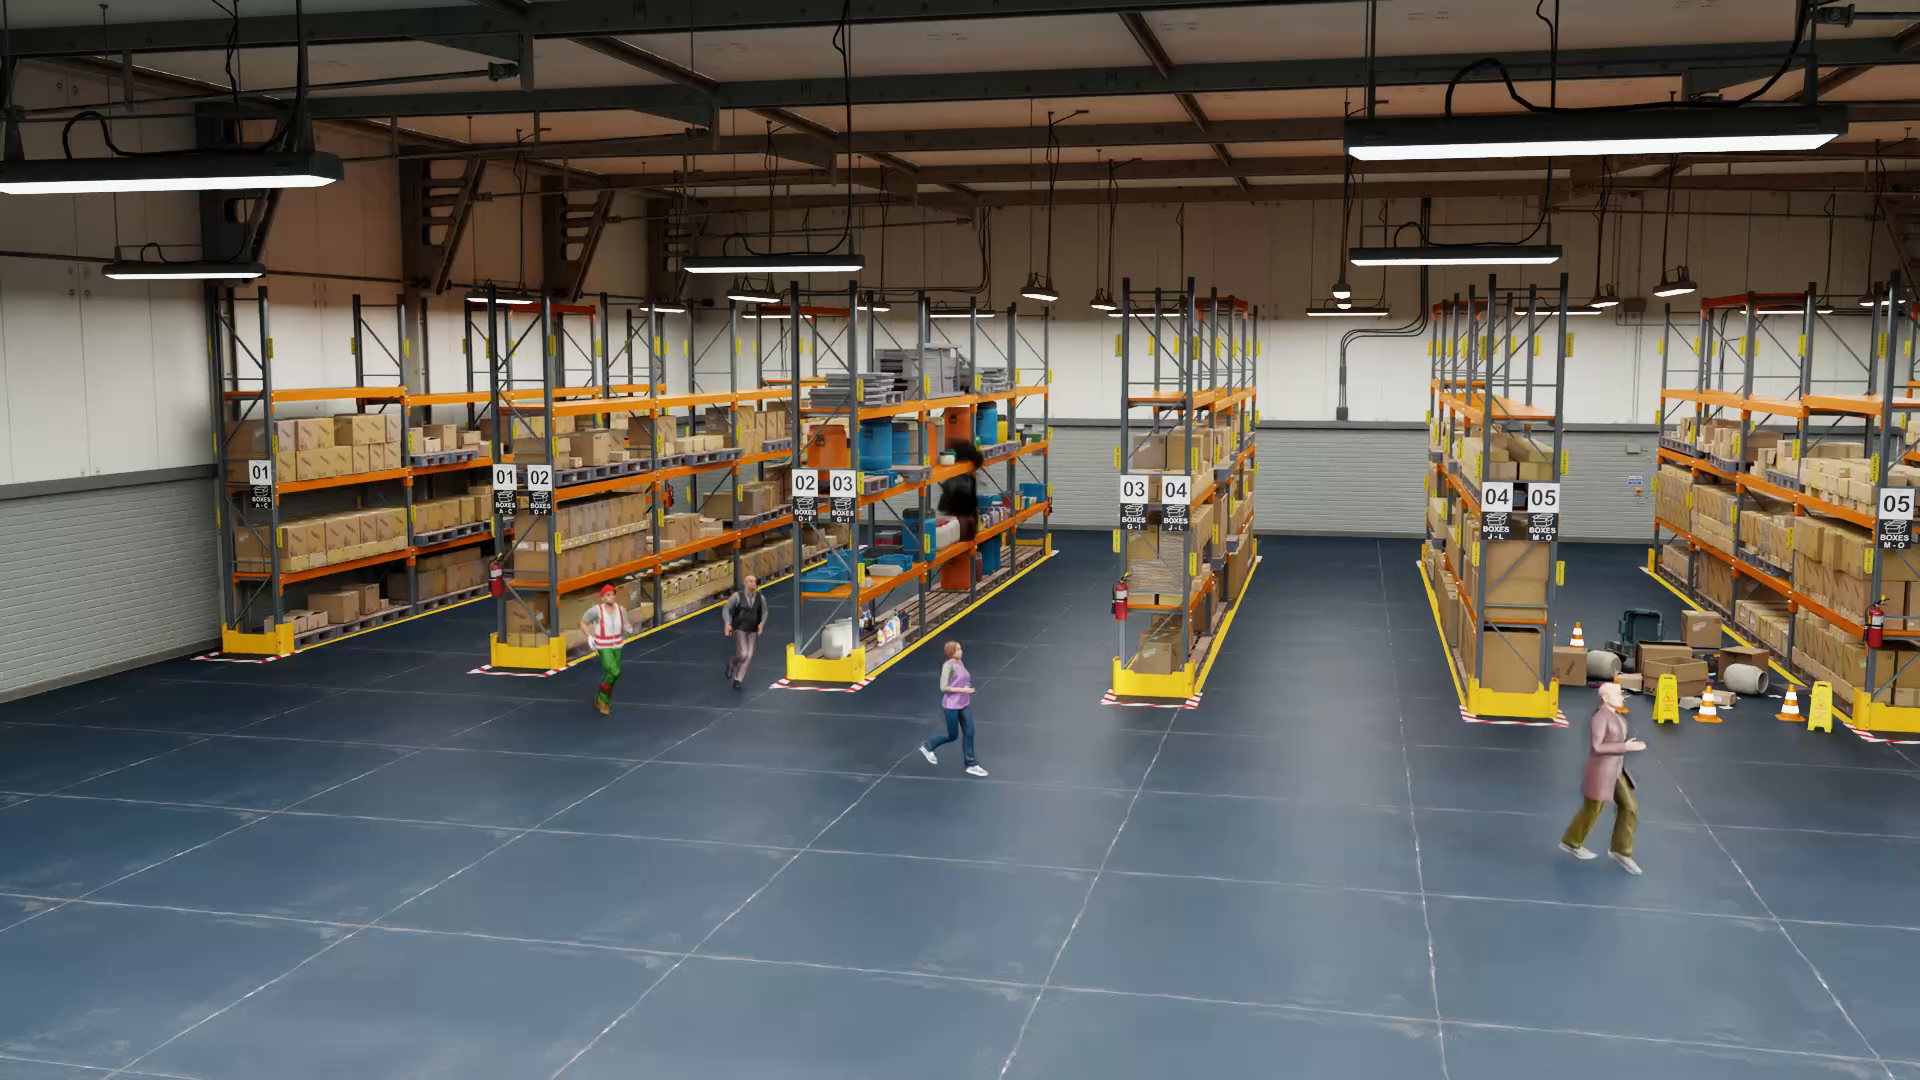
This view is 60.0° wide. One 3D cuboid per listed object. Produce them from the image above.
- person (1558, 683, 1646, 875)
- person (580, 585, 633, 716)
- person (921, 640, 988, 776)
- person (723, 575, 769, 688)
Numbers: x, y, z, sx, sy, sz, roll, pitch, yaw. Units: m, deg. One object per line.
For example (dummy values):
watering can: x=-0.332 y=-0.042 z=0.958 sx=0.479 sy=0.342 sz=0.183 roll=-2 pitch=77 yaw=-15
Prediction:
person: x=6.223 y=2.281 z=16.047 sx=0.699 sy=1.837 sz=0.811 roll=-6 pitch=9 yaw=-44
person: x=-4.793 y=1.511 z=22.847 sx=0.709 sy=1.806 sz=0.620 roll=6 pitch=9 yaw=43
person: x=-0.060 y=1.958 z=19.526 sx=0.867 sy=1.571 sz=0.541 roll=4 pitch=8 yaw=31
person: x=-3.139 y=1.356 z=24.684 sx=0.684 sy=1.648 sz=0.526 roll=-3 pitch=7 yaw=-25
